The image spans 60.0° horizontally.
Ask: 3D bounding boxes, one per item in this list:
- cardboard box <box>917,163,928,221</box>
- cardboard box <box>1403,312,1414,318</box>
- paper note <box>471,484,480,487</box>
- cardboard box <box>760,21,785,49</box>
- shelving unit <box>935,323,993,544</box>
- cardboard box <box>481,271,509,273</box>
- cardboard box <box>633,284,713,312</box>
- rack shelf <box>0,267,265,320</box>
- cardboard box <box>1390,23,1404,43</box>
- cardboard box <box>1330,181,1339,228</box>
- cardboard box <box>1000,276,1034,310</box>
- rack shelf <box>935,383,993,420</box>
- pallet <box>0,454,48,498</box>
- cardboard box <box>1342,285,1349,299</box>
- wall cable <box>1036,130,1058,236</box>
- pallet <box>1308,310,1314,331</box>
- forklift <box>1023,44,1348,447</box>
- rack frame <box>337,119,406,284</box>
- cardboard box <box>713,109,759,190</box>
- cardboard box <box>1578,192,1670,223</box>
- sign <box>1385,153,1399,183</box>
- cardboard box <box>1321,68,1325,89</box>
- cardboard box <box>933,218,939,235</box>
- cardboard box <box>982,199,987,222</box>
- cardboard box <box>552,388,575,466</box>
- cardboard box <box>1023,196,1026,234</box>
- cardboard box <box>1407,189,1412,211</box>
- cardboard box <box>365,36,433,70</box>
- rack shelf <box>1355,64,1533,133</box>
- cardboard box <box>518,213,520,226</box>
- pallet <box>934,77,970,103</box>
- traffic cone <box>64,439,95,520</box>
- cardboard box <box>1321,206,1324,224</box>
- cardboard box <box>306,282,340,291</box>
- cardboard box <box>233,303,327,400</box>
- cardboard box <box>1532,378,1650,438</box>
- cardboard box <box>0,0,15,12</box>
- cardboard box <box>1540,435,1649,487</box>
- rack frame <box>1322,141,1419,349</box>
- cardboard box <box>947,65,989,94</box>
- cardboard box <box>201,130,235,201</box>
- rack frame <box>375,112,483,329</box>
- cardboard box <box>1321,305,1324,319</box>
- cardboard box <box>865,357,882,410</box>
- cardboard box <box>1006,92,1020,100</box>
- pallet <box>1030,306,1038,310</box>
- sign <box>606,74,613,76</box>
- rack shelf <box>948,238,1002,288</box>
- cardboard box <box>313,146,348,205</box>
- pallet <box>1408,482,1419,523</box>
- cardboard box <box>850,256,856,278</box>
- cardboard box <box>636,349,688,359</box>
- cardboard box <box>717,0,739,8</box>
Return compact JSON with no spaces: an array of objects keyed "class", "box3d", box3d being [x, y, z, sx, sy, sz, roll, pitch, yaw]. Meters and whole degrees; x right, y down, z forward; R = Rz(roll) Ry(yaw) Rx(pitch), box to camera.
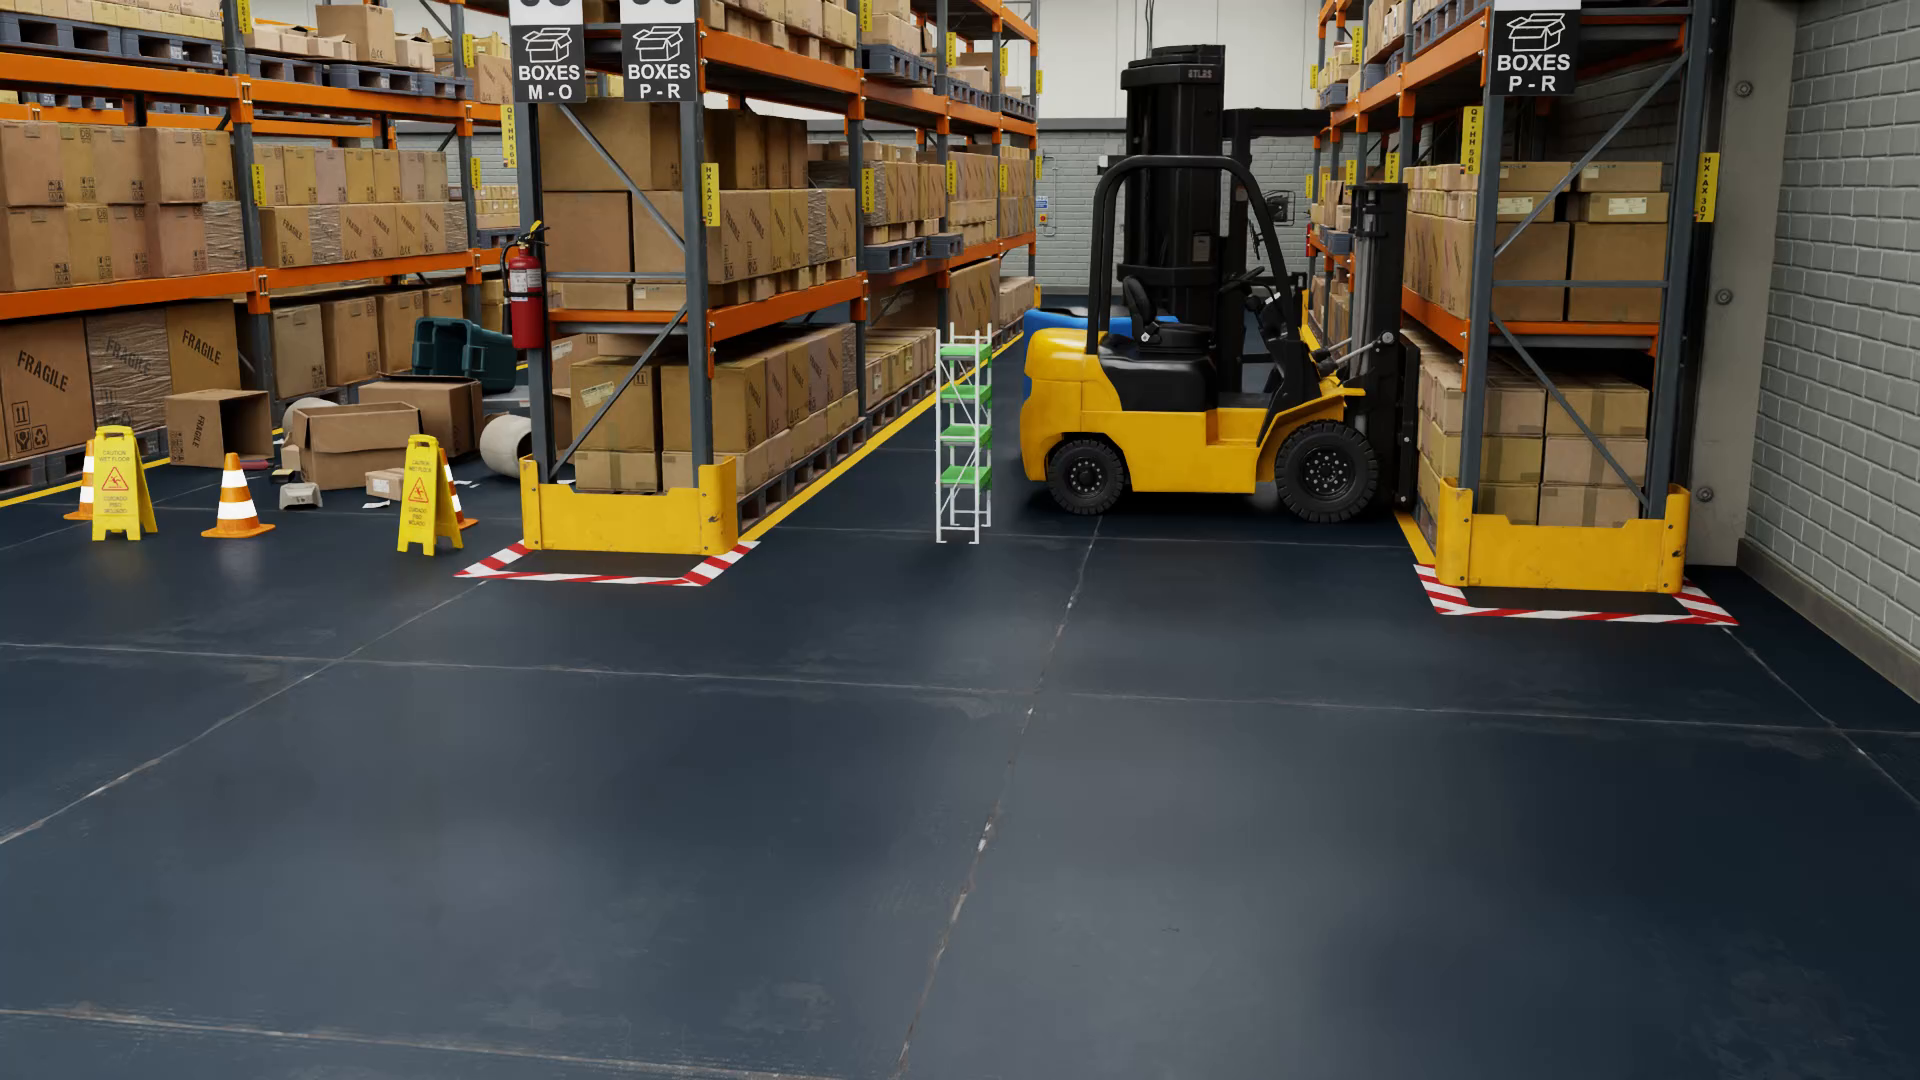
[{"class":"cardboard box","box3d":[-0.567,-3.166,15.125,0.500,0.500,0.500,1,12,5]},{"class":"cardboard box","box3d":[4.077,-1.702,14.911,0.875,0.625,0.625,2,12,11]},{"class":"paper note","box3d":[-3.255,-0.365,11.163,0.032,0.001,0.123,2,12,9]},{"class":"cardboard box","box3d":[-1.290,-3.089,10.184,0.380,0.149,0.250,2,12,9]},{"class":"shelving unit","box3d":[0.025,-0.621,9.527,0.258,1.200,0.503,2,12,9]},{"class":"cardboard box","box3d":[-5.455,-3.043,19.650,0.500,0.250,0.500,2,12,11]},{"class":"cardboard box","box3d":[-1.600,-1.359,9.277,0.380,0.149,0.250,2,12,9]},{"class":"rack shelf","box3d":[-6.456,-1.622,11.607,1.077,0.370,4.000,2,12,9]},{"class":"cardboard box","box3d":[3.533,-3.927,12.838,0.380,0.149,0.250,2,12,9]},{"class":"cardboard box","box3d":[4.398,-3.646,18.055,0.700,0.500,0.500,2,12,8]},{"class":"cardboard box","box3d":[0.601,-3.561,23.981,0.875,0.438,0.875,1,12,7]},{"class":"rack shelf","box3d":[0.025,-0.793,9.490,0.258,0.148,0.480,2,12,9]},{"class":"pallet","box3d":[-6.718,-0.363,10.678,1.003,0.211,1.213,2,12,9]},{"class":"cardboard box","box3d":[4.478,-2.768,18.615,0.380,0.149,0.250,2,12,9]},{"class":"wall cable","box3d":[1.448,-6.435,29.748,0.585,1.953,0.123,2,12,9]},{"class":"pallet","box3d":[5.376,-3.044,23.116,1.003,0.211,1.213,2,12,9]},{"class":"forklift","box3d":[2.032,-2.113,12.343,3.031,2.935,1.130,-4,13,-20]},{"class":"rack frame","box3d":[-9.188,-5.070,25.898,1.000,3.000,0.127,2,12,9]},{"class":"cardboard box","box3d":[-1.718,-2.528,10.789,0.700,0.500,0.500,2,12,8]},{"class":"cardboard box","box3d":[3.357,-1.686,8.420,0.380,0.149,0.250,2,12,7]},{"class":"sign","box3d":[3.126,-2.634,12.033,0.100,0.325,0.005,2,12,9]},{"class":"cardboard box","box3d":[5.032,-6.077,21.915,0.500,0.250,0.500,2,12,8]},{"class":"cardboard box","box3d":[-0.408,-2.978,15.791,0.380,0.149,0.250,2,12,8]},{"class":"cardboard box","box3d":[0.018,-3.775,19.060,0.500,0.250,0.500,2,12,10]},{"class":"cardboard box","box3d":[-2.751,-0.851,12.250,0.500,0.500,0.500,-10,16,-40]},{"class":"cardboard box","box3d":[0.630,-4.477,22.911,0.500,0.500,0.500,2,12,10]},{"class":"cardboard box","box3d":[3.355,-2.399,11.727,0.380,0.149,0.250,2,12,8]},{"class":"cardboard box","box3d":[-5.397,-4.672,15.911,0.500,0.311,0.500,2,12,9]},{"class":"rack shelf","box3d":[3.971,-3.622,13.766,1.077,0.370,4.000,2,12,9]},{"class":"cardboard box","box3d":[-5.104,-3.616,18.750,0.380,0.149,0.250,2,12,11]},{"class":"pallet","box3d":[-0.580,-4.593,17.014,1.213,0.211,1.003,2,12,11]},{"class":"traffic cone","box3d":[-5.278,-0.382,10.167,0.336,0.463,0.334,2,12,9]},{"class":"cardboard box","box3d":[4.794,-4.047,20.801,0.500,0.250,0.500,2,12,9]},{"class":"cardboard box","box3d":[-9.484,-3.726,23.709,0.875,0.875,0.875,2,12,9]},{"class":"cardboard box","box3d":[-6.142,-1.628,14.269,1.050,0.750,0.750,2,12,8]},{"class":"cardboard box","box3d":[3.310,-0.702,8.786,0.500,0.250,0.500,2,12,8]},{"class":"cardboard box","box3d":[-6.239,-3.426,10.514,0.380,0.149,0.250,2,12,9]},{"class":"cardboard box","box3d":[3.326,-0.455,8.826,0.500,0.250,0.500,2,12,10]},{"class":"rack frame","box3d":[4.894,-3.756,19.802,1.000,3.000,0.127,2,12,9]},{"class":"cardboard box","box3d":[0.061,-5.354,19.311,0.500,0.311,0.500,2,12,9]},{"class":"cardboard box","box3d":[-6.239,-2.916,12.983,0.875,0.550,0.550,2,12,9]},{"class":"rack frame","box3d":[-5.533,-3.223,17.327,1.000,3.000,0.127,2,12,9]},{"class":"cardboard box","box3d":[4.745,-2.825,20.973,0.396,0.266,0.258,2,12,11]},{"class":"cardboard box","box3d":[-1.163,-1.281,13.557,0.950,0.372,0.625,2,12,9]},{"class":"cardboard box","box3d":[0.638,-6.160,23.199,0.380,0.149,0.250,1,12,4]},{"class":"pallet","box3d":[0.558,-3.217,23.918,1.003,0.211,1.213,2,12,9]},{"class":"sign","box3d":[-4.369,-5.950,20.699,0.100,0.325,0.005,2,12,9]},{"class":"rack shelf","box3d":[-0.319,-3.148,18.688,1.077,0.370,4.000,2,12,9]},{"class":"cardboard box","box3d":[-5.922,-3.244,14.813,0.700,0.500,0.500,2,12,9]},{"class":"pallet","box3d":[3.315,-0.309,10.424,1.003,0.211,1.213,2,12,9]},{"class":"cardboard box","box3d":[-0.990,-2.051,12.487,0.380,0.149,0.250,2,12,8]},{"class":"cardboard box","box3d":[-1.914,-0.930,10.437,0.500,0.500,0.500,2,12,11]},{"class":"cardboard box","box3d":[-1.516,-3.053,9.067,0.500,0.250,0.500,2,12,8]}]
